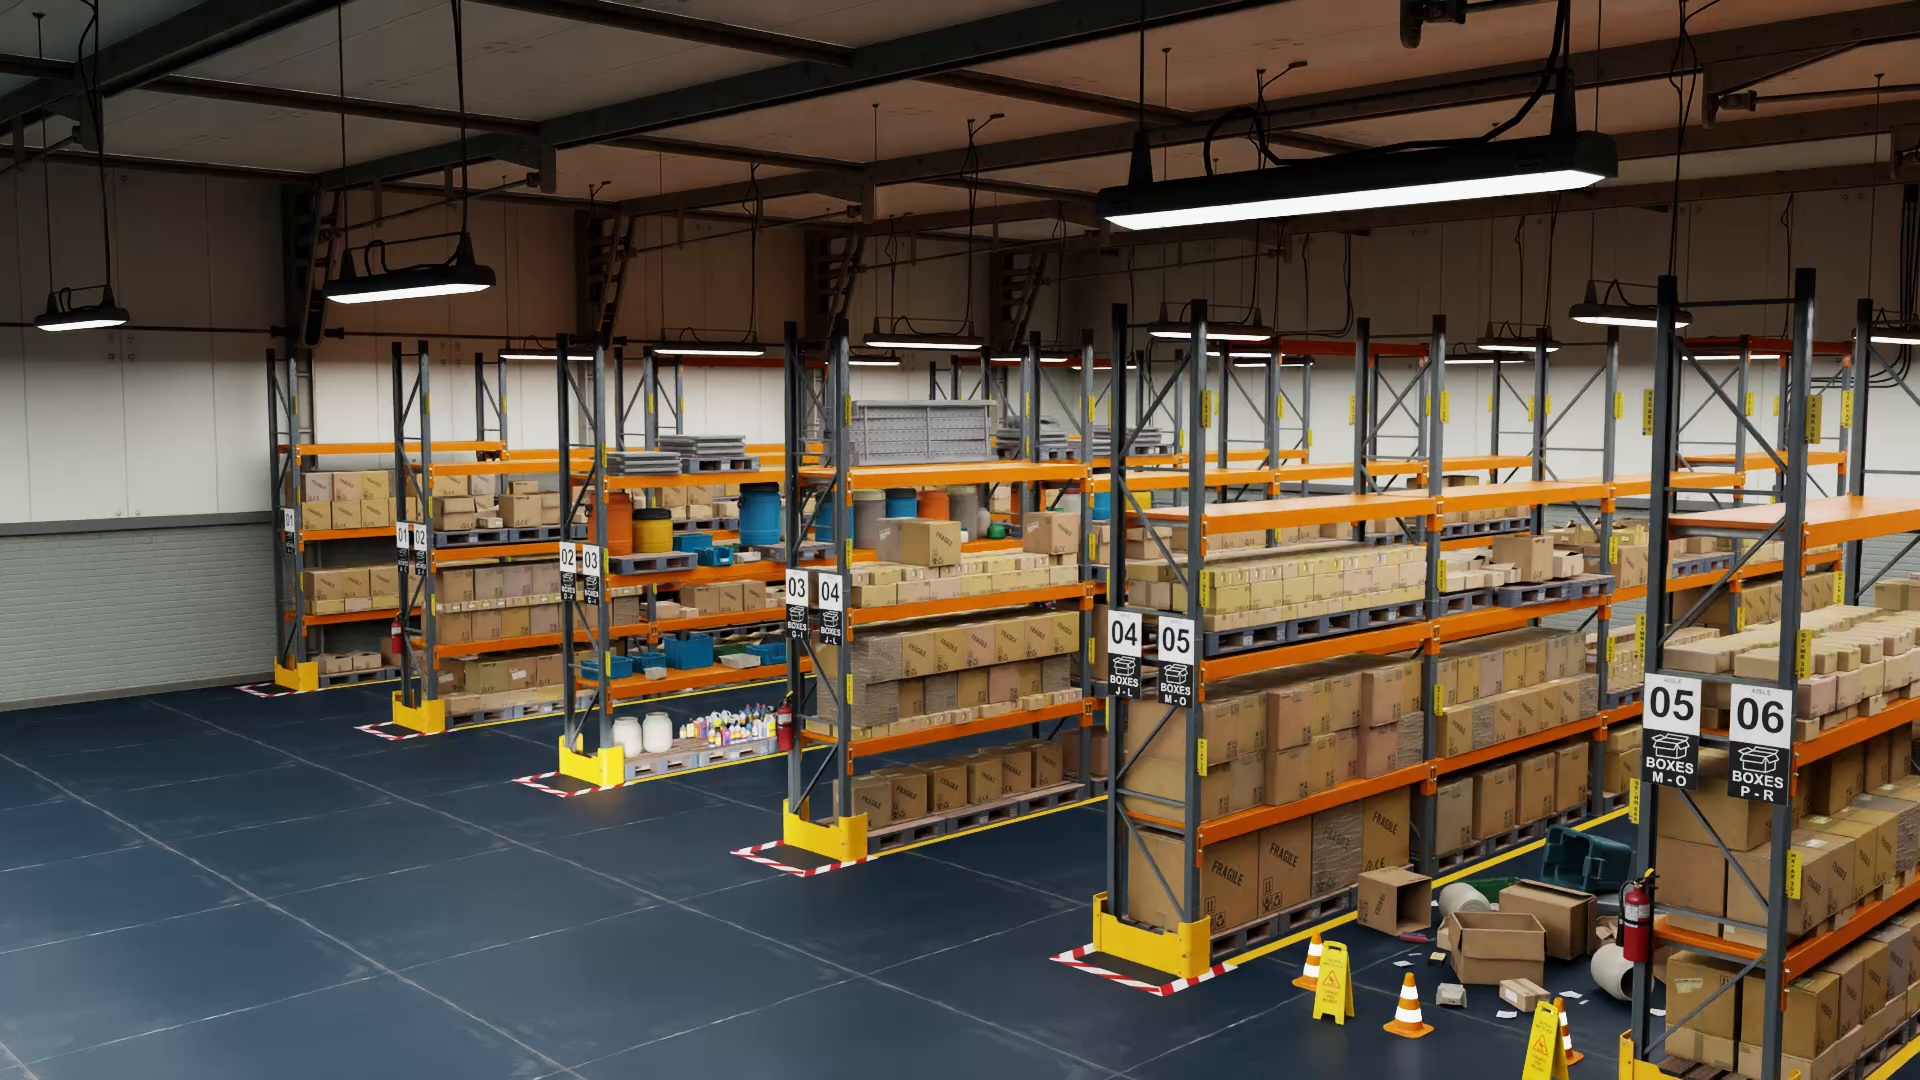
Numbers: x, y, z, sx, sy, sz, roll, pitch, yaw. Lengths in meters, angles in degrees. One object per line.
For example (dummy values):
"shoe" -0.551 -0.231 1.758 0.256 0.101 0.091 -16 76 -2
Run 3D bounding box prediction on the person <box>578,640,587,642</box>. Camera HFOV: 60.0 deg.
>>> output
"person" -6.955 1.597 31.208 0.570 1.814 0.680 2 5 20
